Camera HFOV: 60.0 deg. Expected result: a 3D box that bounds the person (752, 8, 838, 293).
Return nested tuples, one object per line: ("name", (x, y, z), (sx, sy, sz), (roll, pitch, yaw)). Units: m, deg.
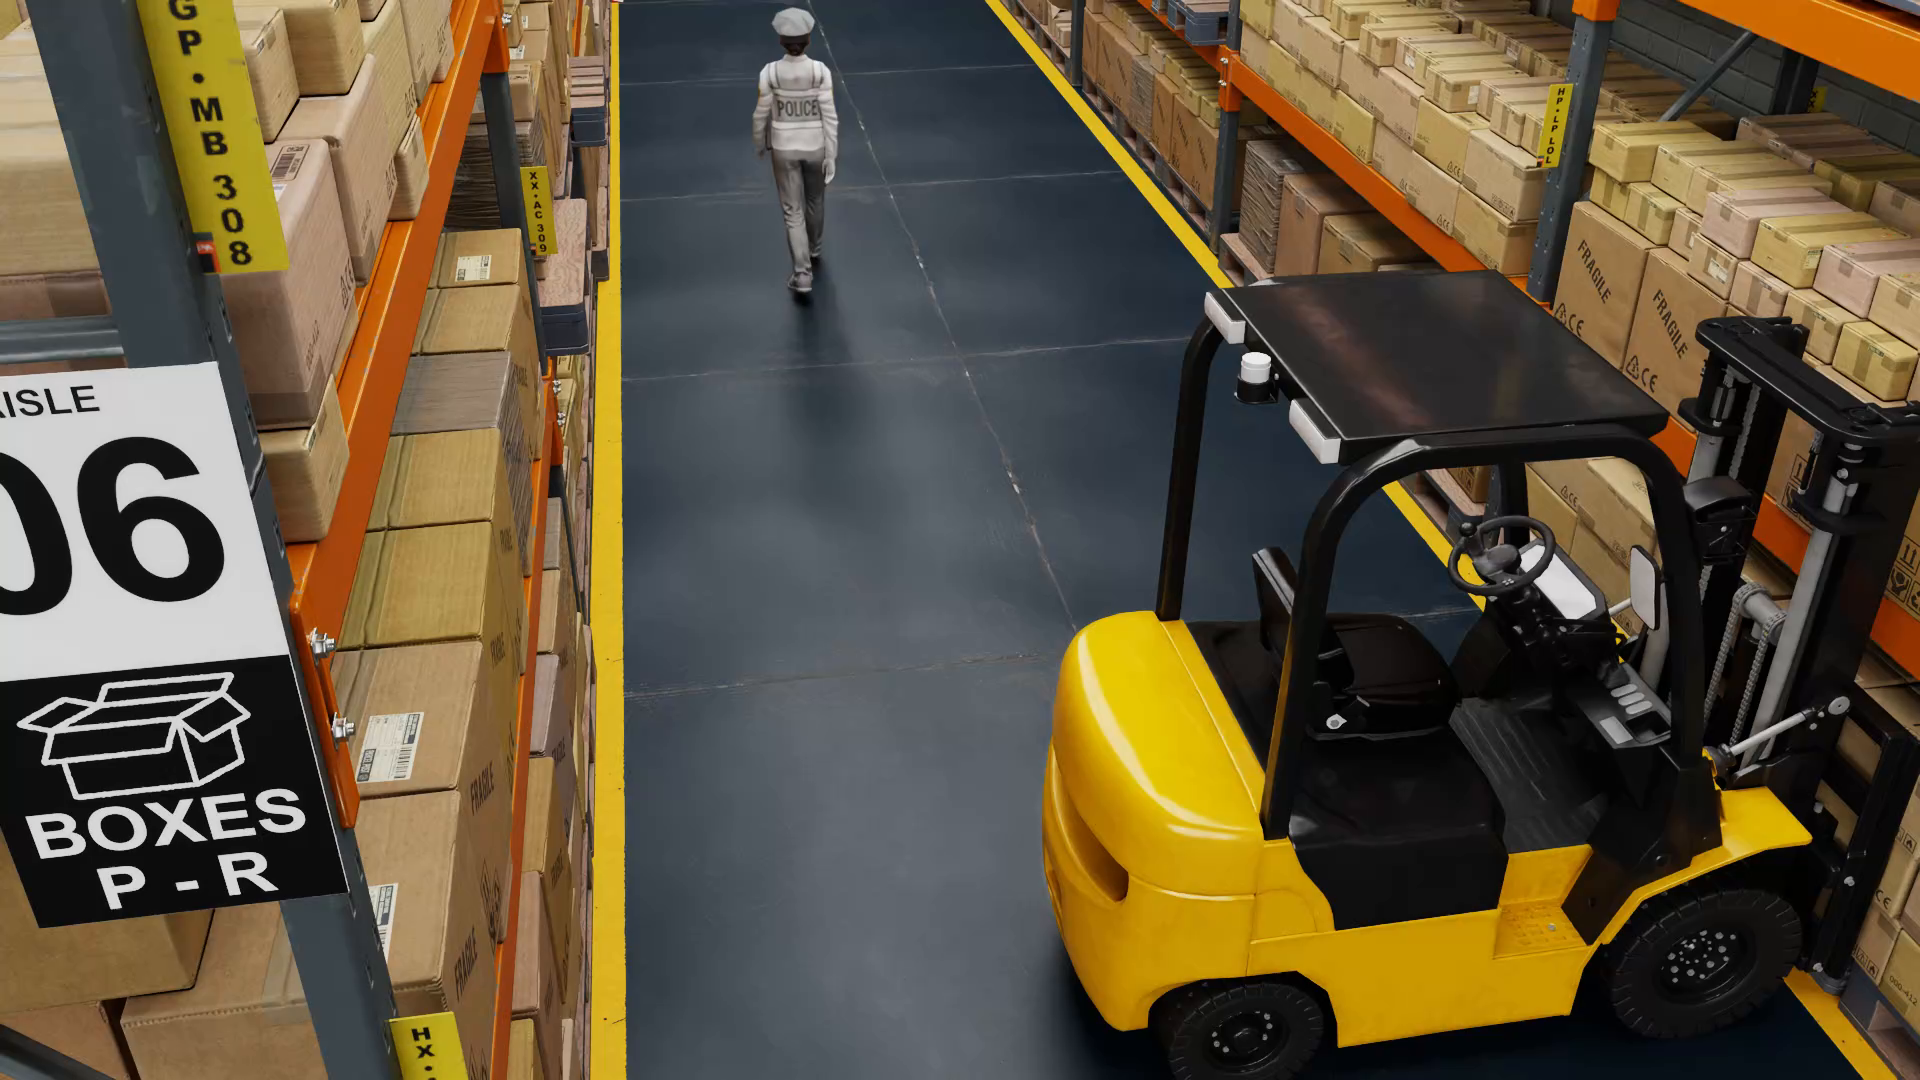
("person", (-1.003, -2.398, 10.115), (0.496, 1.629, 1.013), (-7, 32, -11))
